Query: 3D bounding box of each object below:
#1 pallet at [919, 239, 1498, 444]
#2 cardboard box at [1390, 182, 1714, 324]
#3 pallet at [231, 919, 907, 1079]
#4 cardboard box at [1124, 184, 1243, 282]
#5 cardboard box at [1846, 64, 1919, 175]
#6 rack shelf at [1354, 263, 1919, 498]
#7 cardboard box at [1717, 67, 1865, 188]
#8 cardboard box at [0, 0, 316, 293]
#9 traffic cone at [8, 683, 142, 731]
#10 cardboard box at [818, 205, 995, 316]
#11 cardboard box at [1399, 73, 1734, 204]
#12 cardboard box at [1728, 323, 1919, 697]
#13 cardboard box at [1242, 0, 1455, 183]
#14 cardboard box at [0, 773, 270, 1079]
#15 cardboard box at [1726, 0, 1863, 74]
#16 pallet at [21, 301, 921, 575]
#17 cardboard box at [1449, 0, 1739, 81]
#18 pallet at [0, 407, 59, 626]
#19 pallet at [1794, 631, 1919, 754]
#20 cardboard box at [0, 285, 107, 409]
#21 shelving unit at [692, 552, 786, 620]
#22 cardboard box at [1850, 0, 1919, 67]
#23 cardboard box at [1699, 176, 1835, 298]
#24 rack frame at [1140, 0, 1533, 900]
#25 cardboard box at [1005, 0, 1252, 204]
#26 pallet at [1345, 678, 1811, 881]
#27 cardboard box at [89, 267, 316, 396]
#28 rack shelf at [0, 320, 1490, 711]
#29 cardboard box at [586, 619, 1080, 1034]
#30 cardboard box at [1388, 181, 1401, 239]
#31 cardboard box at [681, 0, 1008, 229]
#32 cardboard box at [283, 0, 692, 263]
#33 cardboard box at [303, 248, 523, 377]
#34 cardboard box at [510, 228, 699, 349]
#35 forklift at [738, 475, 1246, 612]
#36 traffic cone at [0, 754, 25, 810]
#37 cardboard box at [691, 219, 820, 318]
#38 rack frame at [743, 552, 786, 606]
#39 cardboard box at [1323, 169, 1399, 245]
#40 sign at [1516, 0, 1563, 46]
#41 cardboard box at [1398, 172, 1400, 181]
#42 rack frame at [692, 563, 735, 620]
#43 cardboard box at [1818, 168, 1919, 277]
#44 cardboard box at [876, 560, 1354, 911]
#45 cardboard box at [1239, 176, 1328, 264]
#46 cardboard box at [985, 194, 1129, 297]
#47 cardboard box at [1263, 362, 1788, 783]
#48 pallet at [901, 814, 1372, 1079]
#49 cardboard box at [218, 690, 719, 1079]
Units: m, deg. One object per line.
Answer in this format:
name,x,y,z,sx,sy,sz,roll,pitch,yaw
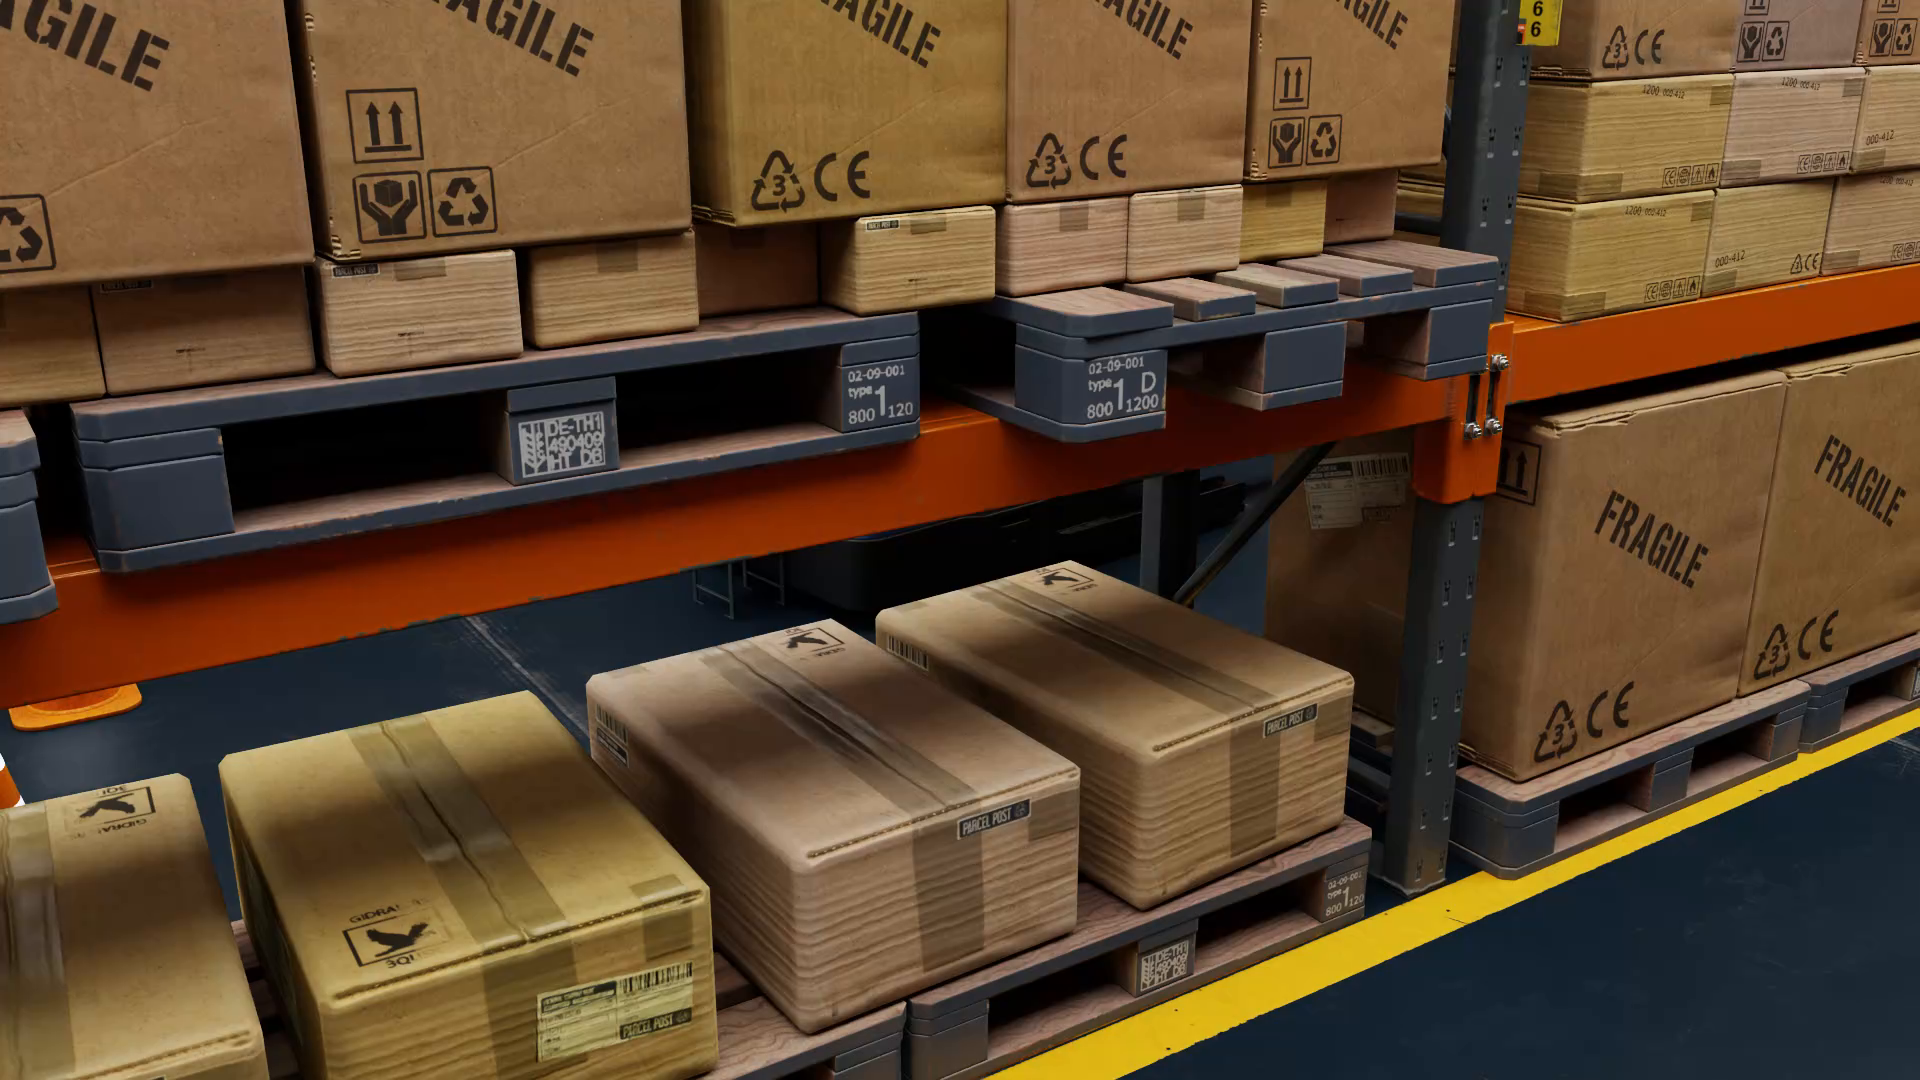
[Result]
pallet,0.267,-0.496,3.328,1.003,0.211,1.213,-12,22,-31
cardboard box,1.351,-0.689,3.833,0.500,0.250,0.500,-12,22,-32
pallet,-0.868,0.931,3.162,1.213,0.211,1.003,-12,22,-31
cardboard box,0.289,-0.577,3.006,0.250,0.149,0.380,-12,22,-32
cardboard box,2.218,-1.105,4.284,0.500,0.250,0.500,-12,22,-32
rack shelf,2.474,-0.753,4.910,4.000,0.370,1.077,-12,22,-31
cardboard box,1.795,-1.021,4.034,0.500,0.250,0.500,-11,22,-30
cardboard box,-1.150,-0.601,2.064,0.500,0.500,0.500,-12,22,-32
traffic cone,-2.579,0.254,4.771,0.334,0.463,0.336,-12,22,-31
cardboard box,-0.148,-0.483,2.726,0.250,0.149,0.380,-11,22,-30
cardboard box,1.362,-0.930,3.766,0.500,0.250,0.500,-12,22,-32
cardboard box,2.173,-0.189,4.782,0.875,0.875,0.875,-12,22,-31
cardboard box,0.577,-0.974,3.165,0.500,0.500,0.500,-13,22,-33
cardboard box,-1.502,0.789,2.675,0.625,0.372,0.950,-10,21,-28
cardboard box,1.759,-1.373,3.907,0.500,0.500,0.500,-12,22,-31
pallet,-0.827,-0.291,2.720,1.213,0.211,1.003,-12,22,-31
cardboard box,1.350,-1.284,3.640,0.500,0.500,0.500,-13,22,-33
pallet,-1.819,-0.041,1.983,1.213,0.211,1.003,-12,22,-31
pallet,2.521,0.248,5.183,1.213,0.211,1.003,-12,22,-31
cardboard box,-1.256,-0.275,2.112,0.250,0.149,0.380,-12,22,-31
shelving unit,-0.744,-0.213,5.469,0.210,0.900,0.258,-16,24,-39
cardboard box,2.199,-1.460,4.164,0.500,0.500,0.500,-11,22,-30
cardboard box,1.770,-0.784,4.115,0.500,0.250,0.500,-13,22,-33
rack frame,0.803,-0.741,3.753,0.127,3.000,1.000,-12,22,-31
cardboard box,0.151,-0.880,2.887,0.500,0.500,0.500,-12,22,-32
pallet,1.503,0.461,4.551,1.213,0.211,1.003,-12,22,-31
cardboard box,-1.049,-0.318,2.240,0.250,0.149,0.380,-12,22,-31
rack shelf,-0.867,-0.048,2.826,4.000,0.370,1.077,-12,22,-31
cardboard box,-0.286,0.534,3.429,0.625,0.372,0.950,-12,22,-32
cardboard box,1.083,-0.829,4.246,0.500,0.250,0.500,-13,23,-33
cardboard box,-0.270,-0.791,2.623,0.500,0.500,0.500,-14,23,-35
cardboard box,-0.726,-0.695,2.340,0.500,0.500,0.500,-13,23,-34
cardboard box,-0.798,-0.351,2.337,0.250,0.149,0.380,-11,22,-29
cardboard box,-0.591,-0.406,2.499,0.250,0.149,0.380,-13,22,-33
forklift,0.472,-1.522,6.171,3.031,2.935,1.130,-16,24,-39
traffic cone,-2.272,0.572,3.829,0.334,0.463,0.336,-12,22,-31
cardboard box,-0.427,-0.472,2.695,0.250,0.149,0.380,-12,22,-31
rack frame,-0.668,-0.234,5.533,0.006,0.900,0.240,-16,24,-39
cardboard box,0.659,-0.700,3.369,0.250,0.149,0.380,-11,22,-29
sign,1.110,-1.109,3.156,0.005,0.325,0.100,-12,22,-31
cardboard box,1.068,-1.060,4.150,0.500,0.250,0.500,-12,22,-32
rack frame,-0.820,-0.191,5.405,0.006,0.900,0.240,-16,24,-39
cardboard box,2.211,-0.875,4.383,0.500,0.250,0.500,-11,22,-30
cardboard box,0.326,0.402,3.820,0.625,0.372,0.950,-14,23,-35
cardboard box,0.475,-0.634,3.172,0.250,0.149,0.380,-12,22,-31
cardboard box,0.075,-0.535,2.881,0.250,0.149,0.380,-13,23,-34
cardboard box,1.426,-0.033,4.320,0.875,0.875,0.875,-12,22,-32
pallet,0.150,0.717,3.794,1.213,0.211,1.003,-12,22,-31
cardboard box,-0.922,0.666,3.039,0.625,0.372,0.950,-11,22,-30
